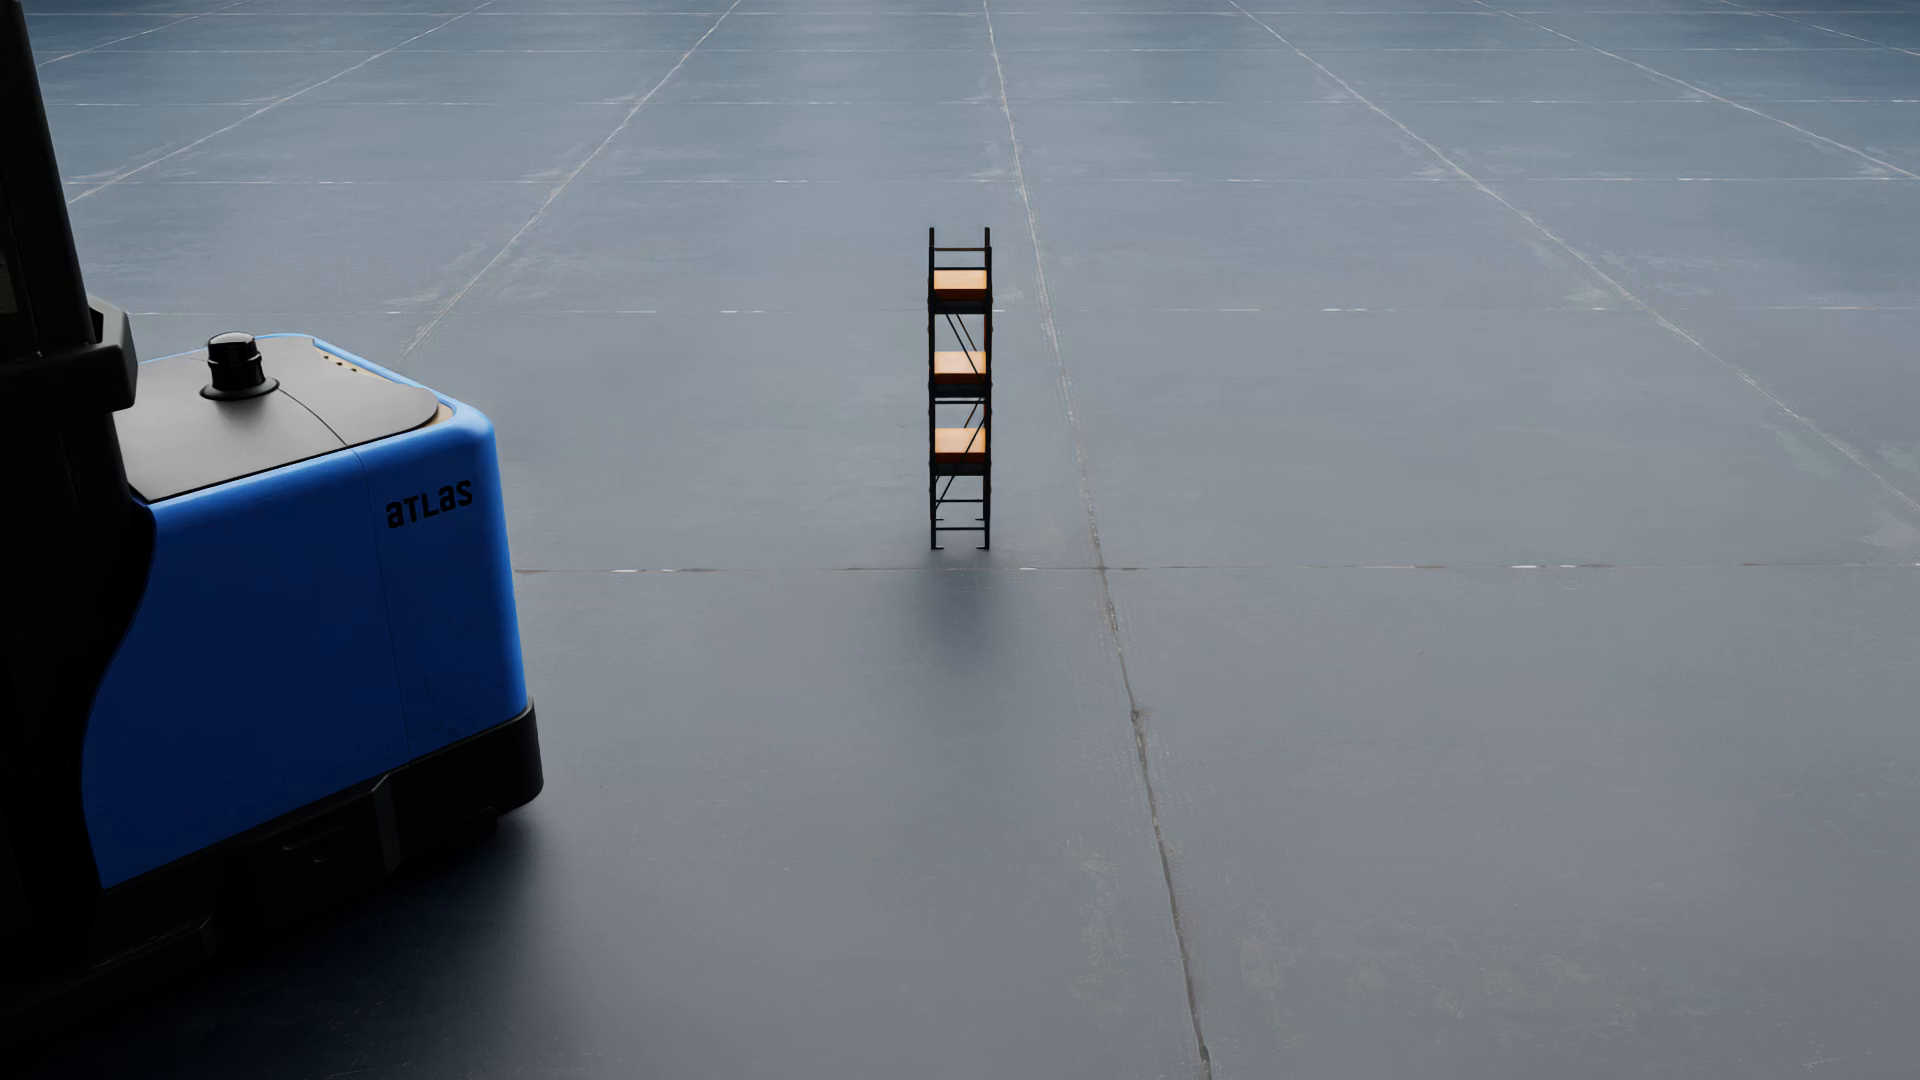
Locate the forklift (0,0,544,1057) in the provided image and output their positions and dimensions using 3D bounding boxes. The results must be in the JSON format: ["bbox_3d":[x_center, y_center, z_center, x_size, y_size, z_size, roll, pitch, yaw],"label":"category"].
[{"bbox_3d":[-2.438,-0.346,2.958,1.130,2.935,3.031,22,32,39],"label":"forklift"}]

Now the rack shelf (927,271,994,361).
[{"bbox_3d":[-0.001,-0.749,5.470,0.215,0.259,0.240,0,24,-1],"label":"rack shelf"}]

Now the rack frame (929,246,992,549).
[{"bbox_3d":[0.001,-0.450,5.471,0.200,1.050,0.008,0,24,-1],"label":"rack frame"}]

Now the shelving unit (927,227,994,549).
[{"bbox_3d":[-0.001,-0.500,5.582,0.215,1.050,0.252,0,24,-1],"label":"shelving unit"}]

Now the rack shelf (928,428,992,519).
[{"bbox_3d":[-0.001,-0.238,5.701,0.215,0.259,0.240,0,24,-1],"label":"rack shelf"}]

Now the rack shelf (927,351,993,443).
[{"bbox_3d":[-0.001,-0.491,5.587,0.215,0.259,0.240,0,24,-1],"label":"rack shelf"}]

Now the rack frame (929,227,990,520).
[{"bbox_3d":[-0.002,-0.551,5.694,0.200,1.050,0.008,0,24,-1],"label":"rack frame"}]
